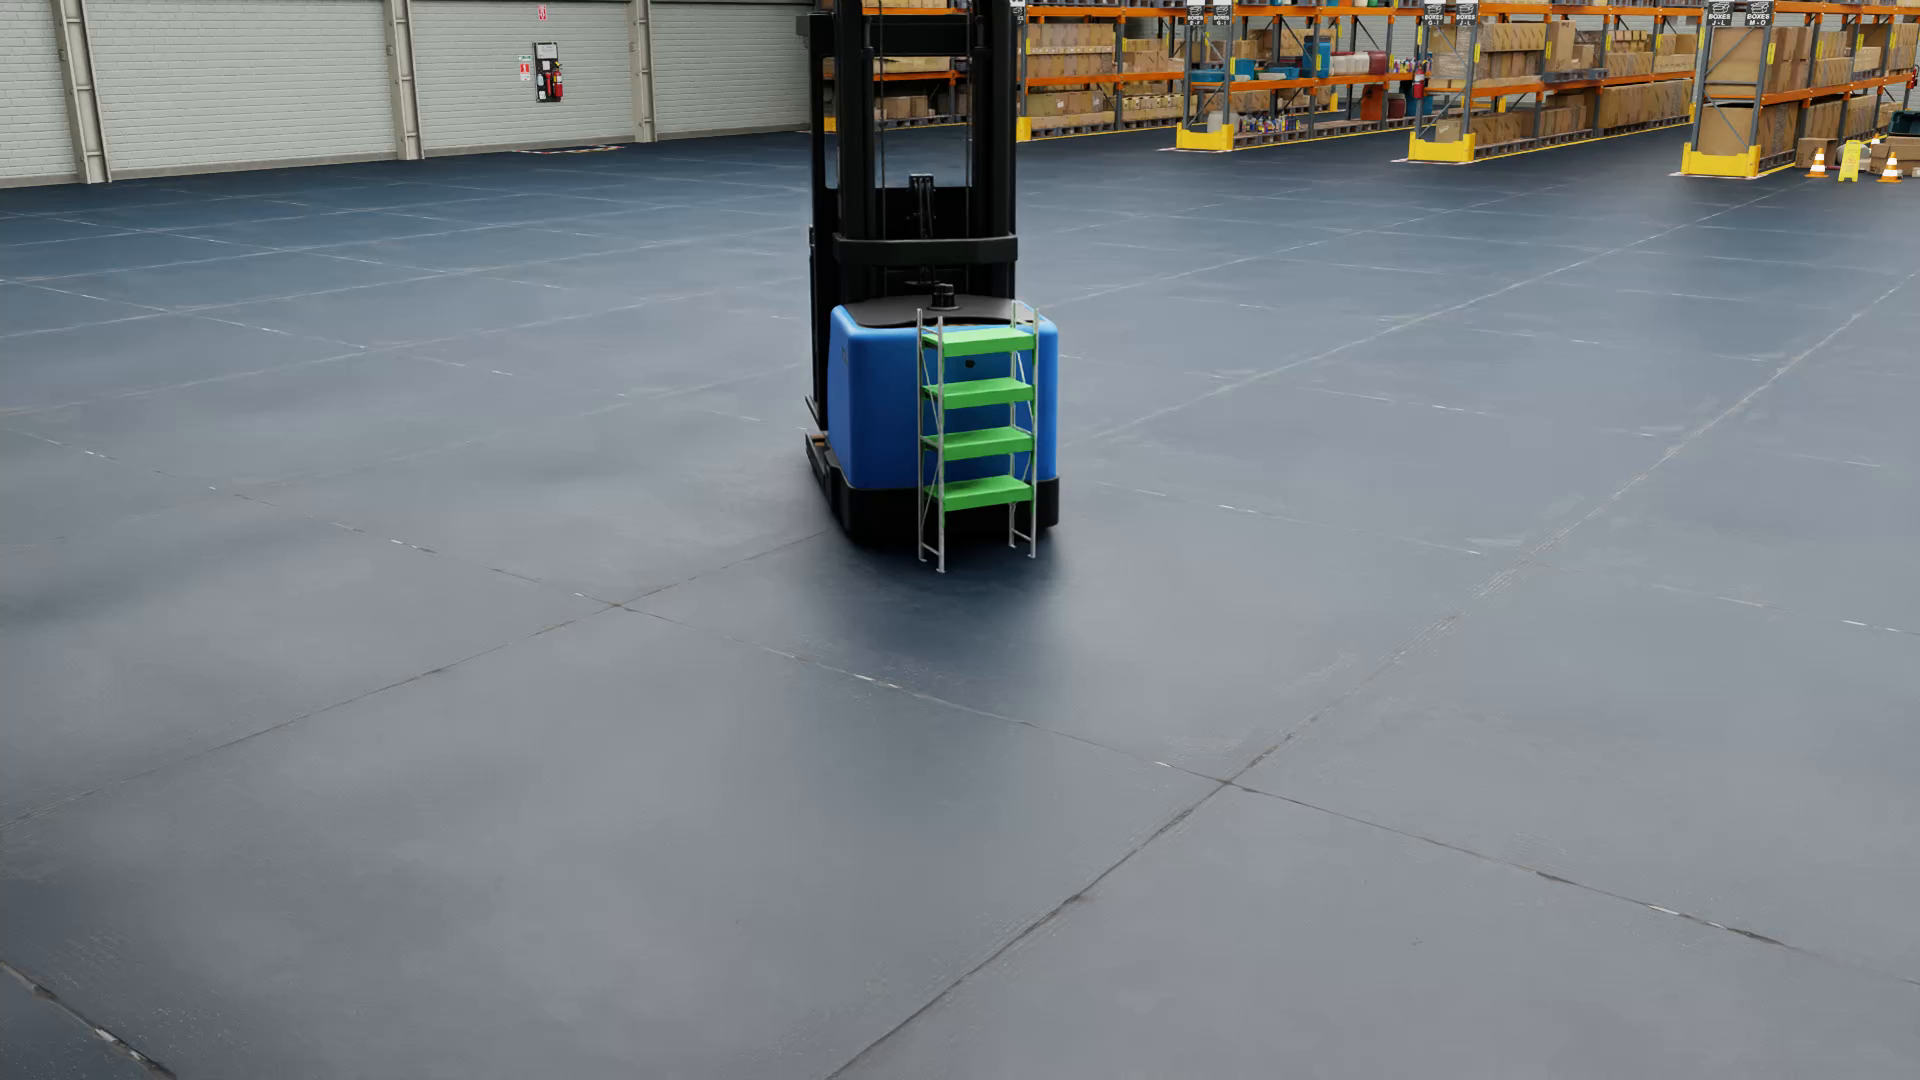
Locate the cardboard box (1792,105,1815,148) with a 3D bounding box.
[{"bbox_3d":[15.580,-7.891,31.683,1.050,0.750,0.750,12,21,34],"label":"cardboard box"}]

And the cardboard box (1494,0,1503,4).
[{"bbox_3d":[9.773,-10.103,30.915,0.500,0.250,0.500,12,21,33],"label":"cardboard box"}]

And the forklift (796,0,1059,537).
[{"bbox_3d":[-0.290,-1.808,9.123,1.130,2.935,3.031,-3,18,-10],"label":"forklift"}]

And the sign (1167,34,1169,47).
[{"bbox_3d":[5.348,-12.815,42.634,0.100,0.325,0.005,12,21,35],"label":"sign"}]

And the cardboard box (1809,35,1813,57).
[{"bbox_3d":[15.574,-9.246,31.105,0.700,0.500,0.500,12,21,34],"label":"cardboard box"}]

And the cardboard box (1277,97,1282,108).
[{"bbox_3d":[8.597,-12.147,46.092,0.500,0.311,0.500,12,21,35],"label":"cardboard box"}]

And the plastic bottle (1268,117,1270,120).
[{"bbox_3d":[6.840,-9.286,36.947,0.097,0.271,0.097,0,17,0],"label":"plastic bottle"}]

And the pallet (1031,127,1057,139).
[{"bbox_3d":[1.445,-9.159,37.380,1.003,0.211,1.213,12,21,35],"label":"pallet"}]

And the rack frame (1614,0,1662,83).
[{"bbox_3d":[16.126,-11.407,39.920,1.000,3.000,0.127,12,21,35],"label":"rack frame"}]

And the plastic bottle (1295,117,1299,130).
[{"bbox_3d":[7.360,-9.117,36.384,0.061,0.283,0.133,14,22,37],"label":"plastic bottle"}]

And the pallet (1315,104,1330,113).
[{"bbox_3d":[10.036,-12.572,48.371,1.003,0.211,1.213,12,21,35],"label":"pallet"}]

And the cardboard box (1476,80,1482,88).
[{"bbox_3d":[9.502,-8.511,31.017,0.380,0.149,0.250,12,21,35],"label":"cardboard box"}]

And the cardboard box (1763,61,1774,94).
[{"bbox_3d":[13.394,-7.952,28.539,0.875,0.550,0.550,12,21,35],"label":"cardboard box"}]

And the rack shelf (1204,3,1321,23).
[{"bbox_3d":[6.190,-10.990,34.731,1.077,0.370,4.000,12,21,35],"label":"rack shelf"}]

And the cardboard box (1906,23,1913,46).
[{"bbox_3d":[21.755,-11.728,38.596,0.500,0.500,0.500,14,22,37],"label":"cardboard box"}]

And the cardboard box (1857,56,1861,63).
[{"bbox_3d":[18.582,-10.046,34.749,0.380,0.149,0.250,13,21,35],"label":"cardboard box"}]

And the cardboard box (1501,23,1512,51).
[{"bbox_3d":[10.123,-9.537,31.540,0.500,0.500,0.500,12,21,35],"label":"cardboard box"}]

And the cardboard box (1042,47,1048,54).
[{"bbox_3d":[1.734,-10.836,36.818,0.380,0.149,0.250,13,21,35],"label":"cardboard box"}]

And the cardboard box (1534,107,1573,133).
[{"bbox_3d":[12.707,-9.037,35.761,0.700,0.500,0.500,15,23,39],"label":"cardboard box"}]

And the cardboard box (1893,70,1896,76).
[{"bbox_3d":[21.227,-10.719,38.126,0.380,0.149,0.250,14,22,37],"label":"cardboard box"}]

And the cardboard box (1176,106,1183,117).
[{"bbox_3d":[5.367,-10.802,41.898,0.500,0.250,0.500,12,21,34],"label":"cardboard box"}]

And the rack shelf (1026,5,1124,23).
[{"bbox_3d":[2.214,-11.866,37.552,1.077,0.370,4.000,12,21,35],"label":"rack shelf"}]

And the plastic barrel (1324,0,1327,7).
[{"bbox_3d":[7.900,-12.364,37.099,0.600,0.901,0.600,0,17,0],"label":"plastic barrel"}]

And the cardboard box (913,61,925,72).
[{"bbox_3d":[-1.204,-11.660,40.952,0.500,0.250,0.500,12,21,34],"label":"cardboard box"}]

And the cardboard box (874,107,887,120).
[{"bbox_3d":[-2.134,-10.386,40.422,0.500,0.311,0.500,15,22,39],"label":"cardboard box"}]

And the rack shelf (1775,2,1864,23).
[{"bbox_3d":[16.474,-10.167,32.080,1.077,0.370,4.000,12,21,35],"label":"rack shelf"}]

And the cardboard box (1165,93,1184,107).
[{"bbox_3d":[5.371,-11.068,41.810,0.500,0.311,0.500,12,21,34],"label":"cardboard box"}]

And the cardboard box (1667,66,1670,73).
[{"bbox_3d":[17.190,-11.549,40.798,0.380,0.149,0.250,12,21,34],"label":"cardboard box"}]

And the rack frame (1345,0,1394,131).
[{"bbox_3d":[9.765,-11.330,39.671,1.000,3.000,0.127,12,21,35],"label":"rack frame"}]

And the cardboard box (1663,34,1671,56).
[{"bbox_3d":[16.917,-12.021,40.382,0.500,0.500,0.500,12,21,35],"label":"cardboard box"}]

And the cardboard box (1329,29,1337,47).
[{"bbox_3d":[10.512,-14.482,47.967,0.500,0.500,0.500,12,21,34],"label":"cardboard box"}]

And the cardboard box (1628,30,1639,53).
[{"bbox_3d":[15.334,-11.619,38.742,0.797,0.503,0.637,13,21,35],"label":"cardboard box"}]

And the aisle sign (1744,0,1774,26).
[{"bbox_3d":[13.098,-8.820,27.206,0.394,0.787,0.004,12,21,35],"label":"aisle sign"}]

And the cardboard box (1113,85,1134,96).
[{"bbox_3d":[4.720,-13.200,49.200,0.700,0.500,0.500,13,21,35],"label":"cardboard box"}]

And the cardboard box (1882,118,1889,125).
[{"bbox_3d":[21.265,-9.692,38.495,0.380,0.149,0.250,12,21,33],"label":"cardboard box"}]

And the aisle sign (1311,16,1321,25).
[{"bbox_3d":[10.361,-15.421,48.462,0.394,0.787,0.004,12,21,35],"label":"aisle sign"}]

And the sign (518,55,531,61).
[{"bbox_3d":[-8.716,-9.640,33.275,0.001,0.109,0.331,12,21,35],"label":"sign"}]

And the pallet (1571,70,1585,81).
[{"bbox_3d":[12.596,-9.884,35.339,1.003,0.211,1.213,12,21,35],"label":"pallet"}]

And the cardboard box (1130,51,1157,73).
[{"bbox_3d":[4.489,-11.726,40.777,0.500,0.500,0.500,12,21,35],"label":"cardboard box"}]

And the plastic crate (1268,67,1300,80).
[{"bbox_3d":[6.940,-9.995,35.621,0.499,0.251,0.616,12,21,35],"label":"plastic crate"}]

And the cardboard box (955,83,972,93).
[{"bbox_3d":[0.110,-11.786,43.348,0.500,0.250,0.500,12,21,34],"label":"cardboard box"}]

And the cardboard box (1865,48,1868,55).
[{"bbox_3d":[19.031,-10.367,35.281,0.380,0.149,0.250,12,21,34],"label":"cardboard box"}]

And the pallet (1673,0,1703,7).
[{"bbox_3d":[18.076,-13.572,41.981,1.003,0.211,1.213,12,21,35],"label":"pallet"}]

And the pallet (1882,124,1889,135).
[{"bbox_3d":[21.148,-9.633,38.909,1.003,0.211,1.213,12,21,35],"label":"pallet"}]

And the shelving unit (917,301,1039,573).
[{"bbox_3d":[0.082,-0.482,7.773,0.503,1.200,0.258,-8,19,-25],"label":"shelving unit"}]

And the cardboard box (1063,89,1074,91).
[{"bbox_3d":[2.587,-10.323,39.093,0.500,0.500,0.500,12,21,35],"label":"cardboard box"}]

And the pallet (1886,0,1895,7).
[{"bbox_3d":[19.596,-11.722,36.190,1.213,0.211,1.003,12,21,35],"label":"pallet"}]

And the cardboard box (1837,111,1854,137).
[{"bbox_3d":[18.292,-8.684,34.658,0.500,0.500,0.500,11,21,32],"label":"cardboard box"}]

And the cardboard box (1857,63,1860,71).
[{"bbox_3d":[18.575,-9.898,34.776,0.380,0.149,0.250,14,22,37],"label":"cardboard box"}]

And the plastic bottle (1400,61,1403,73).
[{"bbox_3d":[10.675,-11.454,40.267,0.061,0.283,0.133,12,21,35],"label":"plastic bottle"}]

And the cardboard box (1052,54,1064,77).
[{"bbox_3d":[1.921,-10.701,37.475,0.700,0.500,0.500,13,21,35],"label":"cardboard box"}]

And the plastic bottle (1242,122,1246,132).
[{"bbox_3d":[6.107,-8.884,35.770,0.097,0.201,0.097,0,17,0],"label":"plastic bottle"}]

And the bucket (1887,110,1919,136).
[{"bbox_3d":[17.053,-7.324,29.728,0.620,0.611,0.726,0,14,-35],"label":"bucket"}]
